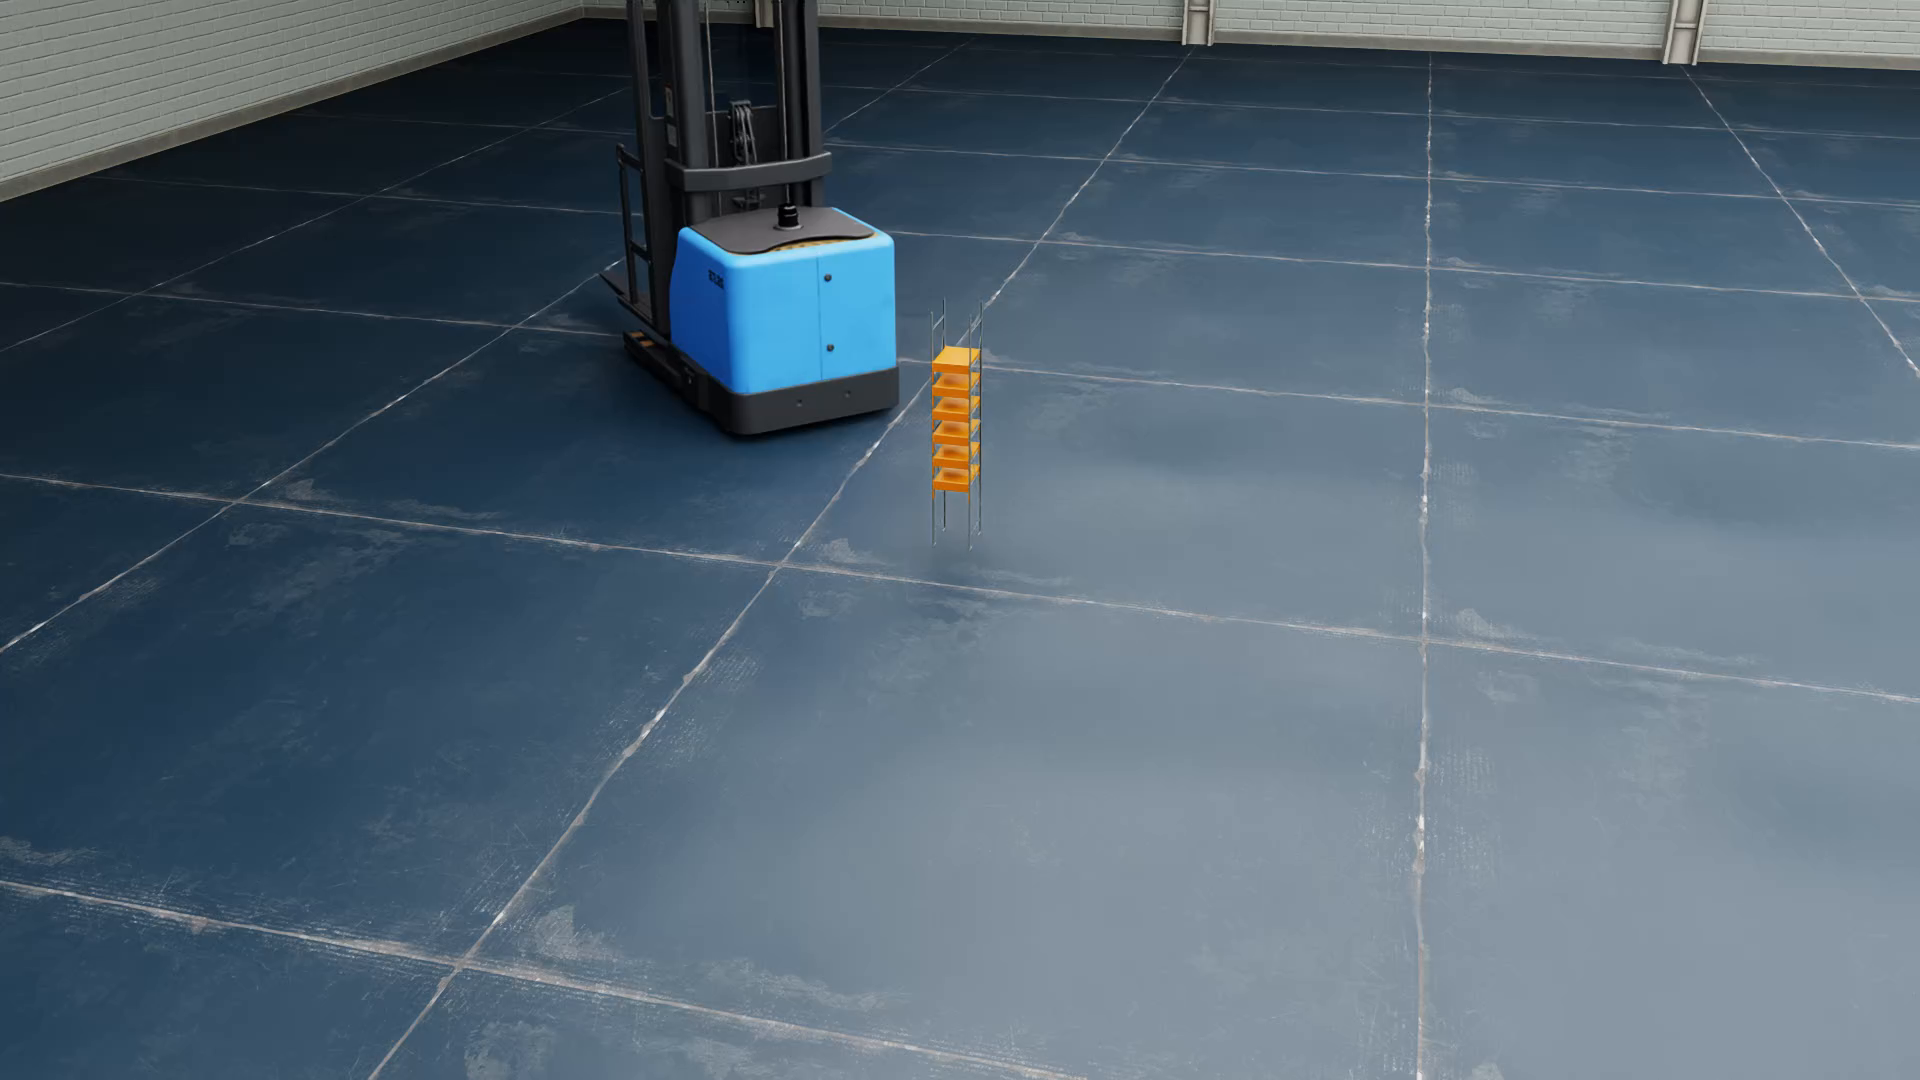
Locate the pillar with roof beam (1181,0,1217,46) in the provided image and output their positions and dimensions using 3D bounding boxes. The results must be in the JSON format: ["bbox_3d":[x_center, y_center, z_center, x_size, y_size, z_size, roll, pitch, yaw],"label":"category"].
[{"bbox_3d":[2.095,-8.884,16.443,0.400,9.000,9.100,6,26,13],"label":"pillar with roof beam"}]

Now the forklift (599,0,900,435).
[{"bbox_3d":[-1.510,-2.510,10.113,1.130,2.935,3.031,-13,29,-26],"label":"forklift"}]

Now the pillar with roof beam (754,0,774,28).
[{"bbox_3d":[-3.716,-9.527,17.792,0.400,9.000,9.100,6,26,13],"label":"pillar with roof beam"}]

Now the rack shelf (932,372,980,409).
[{"bbox_3d":[-0.014,-0.720,7.911,0.180,0.103,0.258,6,26,13],"label":"rack shelf"}]

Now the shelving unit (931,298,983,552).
[{"bbox_3d":[-0.014,-0.543,7.995,0.189,1.200,0.258,6,26,13],"label":"shelving unit"}]

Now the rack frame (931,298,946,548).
[{"bbox_3d":[-0.103,-0.553,8.016,0.006,1.200,0.240,6,26,13],"label":"rack frame"}]

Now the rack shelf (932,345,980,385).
[{"bbox_3d":[-0.014,-0.828,7.860,0.180,0.103,0.258,6,26,13],"label":"rack shelf"}]

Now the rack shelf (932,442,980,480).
[{"bbox_3d":[-0.014,-0.395,8.066,0.180,0.103,0.258,6,26,13],"label":"rack shelf"}]

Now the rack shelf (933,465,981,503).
[{"bbox_3d":[-0.014,-0.286,8.118,0.180,0.103,0.258,6,26,13],"label":"rack shelf"}]

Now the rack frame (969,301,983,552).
[{"bbox_3d":[0.075,-0.533,7.975,0.006,1.200,0.240,6,26,13],"label":"rack frame"}]

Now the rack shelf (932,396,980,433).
[{"bbox_3d":[-0.014,-0.612,7.963,0.180,0.103,0.258,6,26,13],"label":"rack shelf"}]

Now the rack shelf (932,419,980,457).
[{"bbox_3d":[-0.014,-0.503,8.014,0.180,0.103,0.258,6,26,13],"label":"rack shelf"}]

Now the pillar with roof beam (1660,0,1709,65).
[{"bbox_3d":[7.906,-8.242,15.093,0.400,9.000,9.100,6,26,13],"label":"pillar with roof beam"}]
